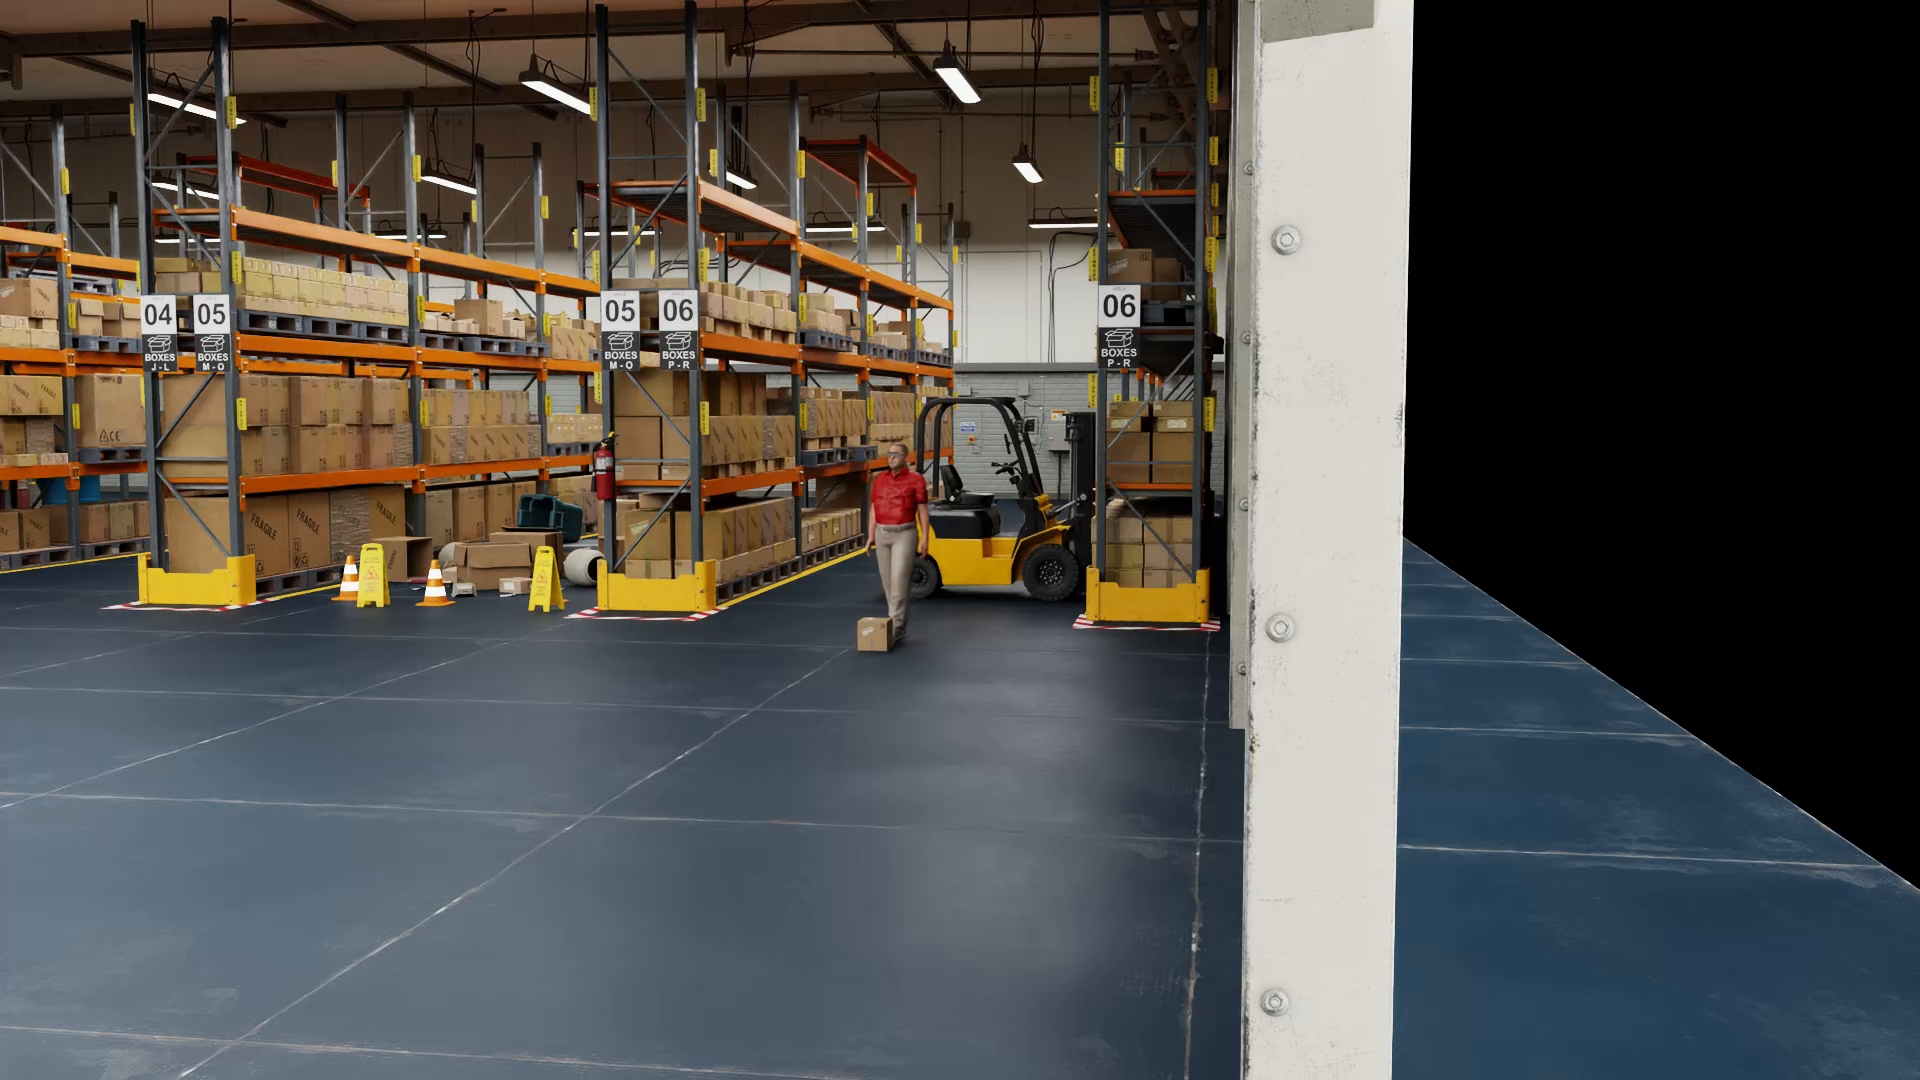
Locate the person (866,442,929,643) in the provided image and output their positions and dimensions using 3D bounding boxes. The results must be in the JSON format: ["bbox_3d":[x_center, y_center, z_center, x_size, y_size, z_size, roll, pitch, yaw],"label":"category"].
[{"bbox_3d":[-0.625,0.010,14.500,0.547,1.714,0.726,3,5,31],"label":"person"}]
